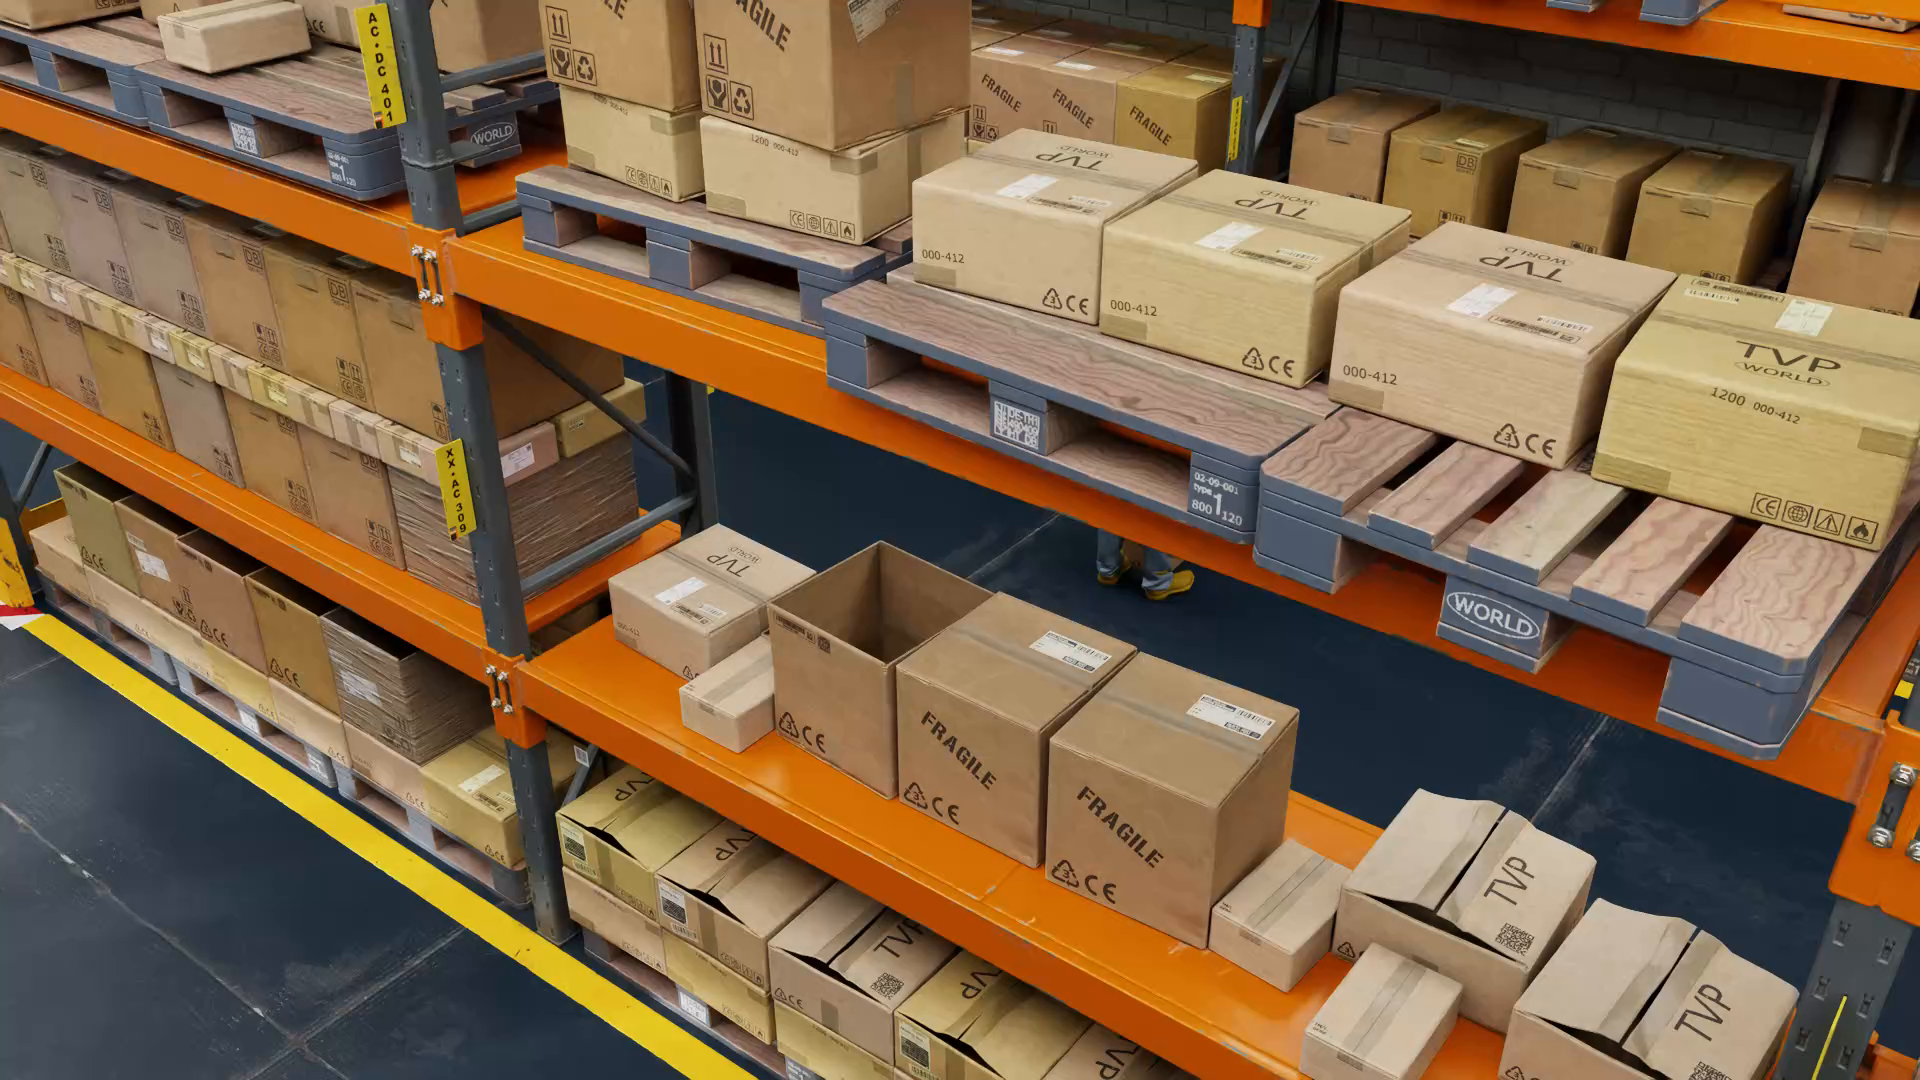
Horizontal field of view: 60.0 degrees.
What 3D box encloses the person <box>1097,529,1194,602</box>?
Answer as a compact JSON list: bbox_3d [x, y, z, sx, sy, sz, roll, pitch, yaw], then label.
[{"bbox_3d":[0.882,-0.553,8.046,0.638,1.761,0.459,20,36,30],"label":"person"}]
